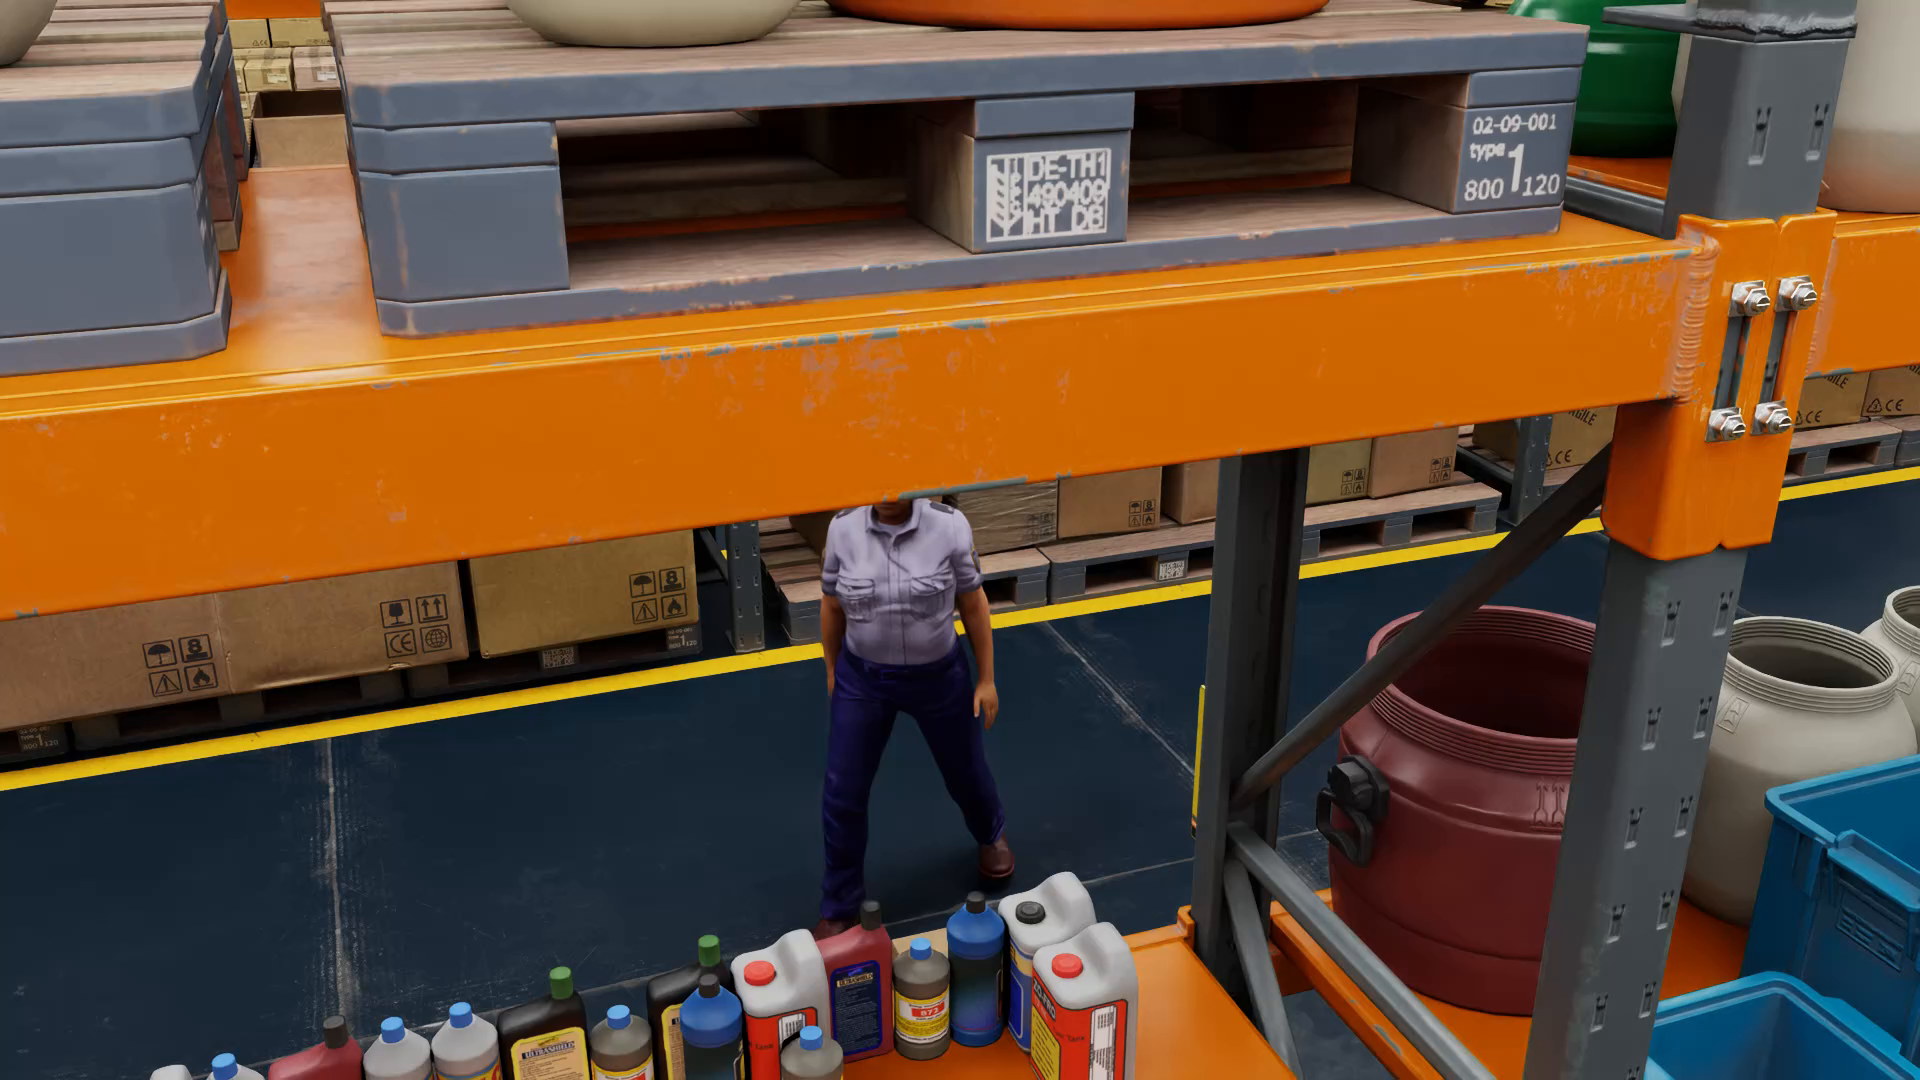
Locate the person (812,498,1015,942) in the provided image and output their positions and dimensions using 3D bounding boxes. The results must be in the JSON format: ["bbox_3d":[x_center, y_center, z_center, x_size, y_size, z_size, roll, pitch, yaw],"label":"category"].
[{"bbox_3d":[-0.146,0.434,5.074,0.630,1.617,0.765,1,23,3],"label":"person"}]
